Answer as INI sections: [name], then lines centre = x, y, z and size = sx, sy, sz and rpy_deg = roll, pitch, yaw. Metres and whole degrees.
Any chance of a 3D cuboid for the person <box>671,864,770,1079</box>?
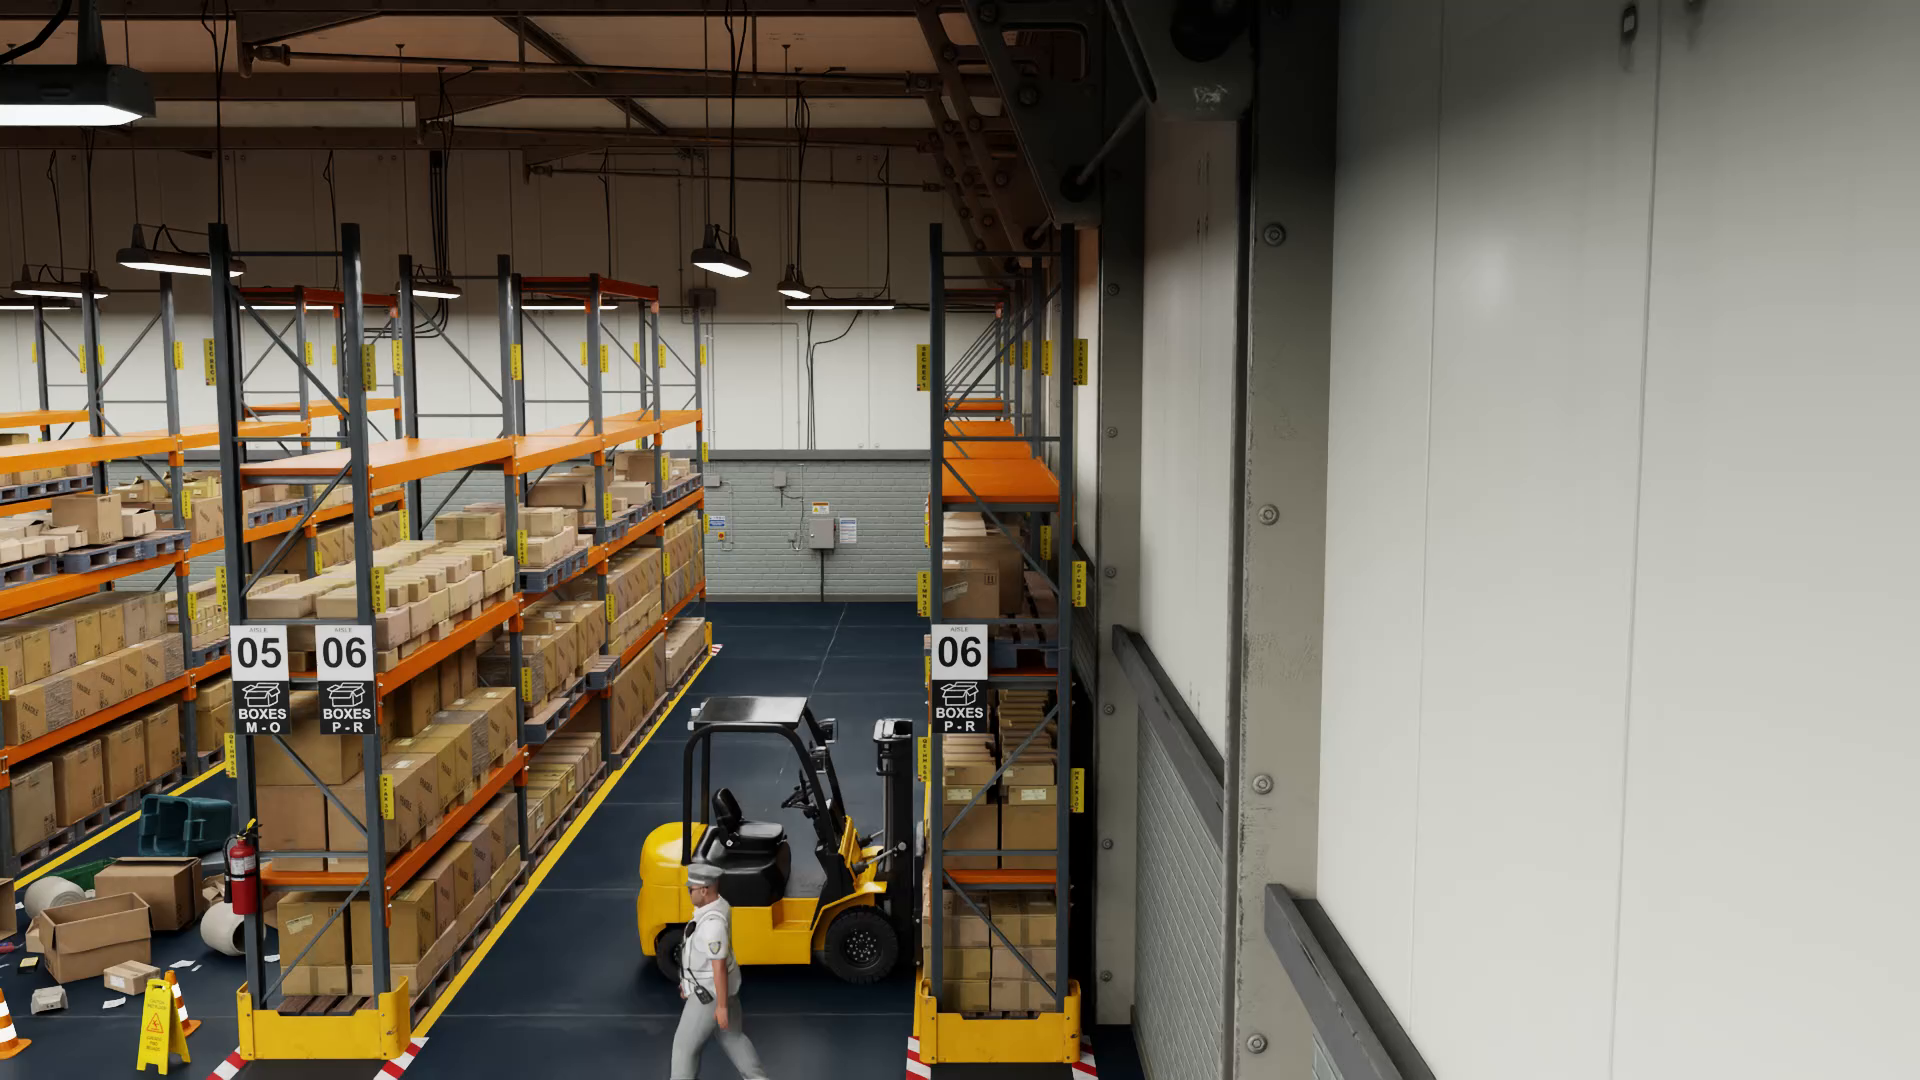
[person]
centre = -1.704, 3.021, 11.162
size = 0.882, 1.728, 0.544
rpy_deg = 0, 7, 3
